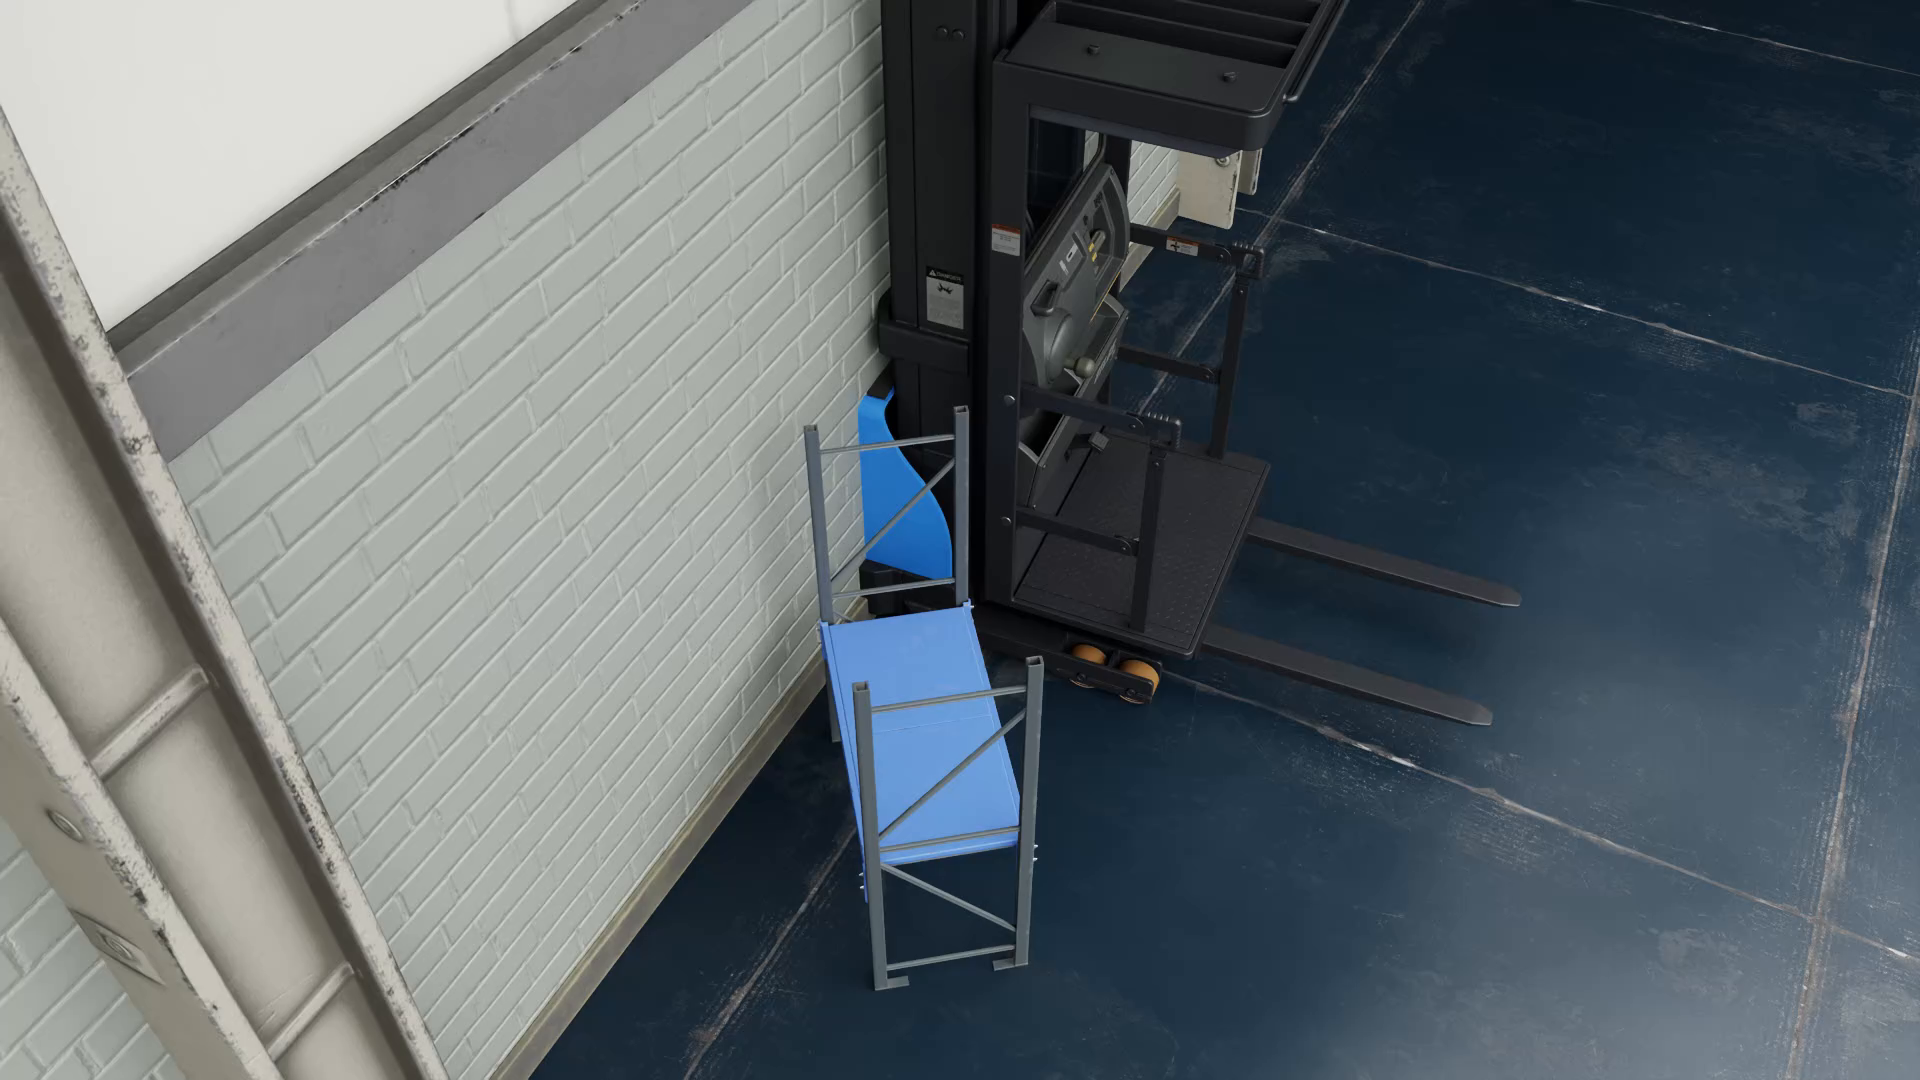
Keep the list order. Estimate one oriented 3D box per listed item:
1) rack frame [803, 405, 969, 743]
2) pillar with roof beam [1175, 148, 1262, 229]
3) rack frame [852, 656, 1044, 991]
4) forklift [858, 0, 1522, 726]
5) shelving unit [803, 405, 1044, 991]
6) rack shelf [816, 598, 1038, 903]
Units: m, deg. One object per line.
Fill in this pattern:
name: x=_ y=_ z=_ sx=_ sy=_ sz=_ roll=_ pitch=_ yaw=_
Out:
rack frame: x=-0.221 y=0.163 z=5.535 sx=0.500 sy=1.500 sz=0.032 roll=-8 pitch=46 yaw=-8
pillar with roof beam: x=5.105 y=-3.463 z=3.846 sx=9.100 sy=9.000 sz=0.400 roll=20 pitch=49 yaw=19
rack frame: x=-0.030 y=0.873 z=4.833 sx=0.500 sy=1.500 sz=0.032 roll=-8 pitch=46 yaw=-8
forklift: x=0.581 y=-0.859 z=5.538 sx=3.031 sy=2.935 sz=1.130 roll=16 pitch=48 yaw=16
shelving unit: x=-0.125 y=0.518 z=5.184 sx=0.538 sy=1.500 sz=1.048 roll=-8 pitch=46 yaw=-8
rack shelf: x=-0.125 y=0.644 z=5.312 sx=0.538 sy=0.185 sz=1.000 roll=-8 pitch=46 yaw=-8
